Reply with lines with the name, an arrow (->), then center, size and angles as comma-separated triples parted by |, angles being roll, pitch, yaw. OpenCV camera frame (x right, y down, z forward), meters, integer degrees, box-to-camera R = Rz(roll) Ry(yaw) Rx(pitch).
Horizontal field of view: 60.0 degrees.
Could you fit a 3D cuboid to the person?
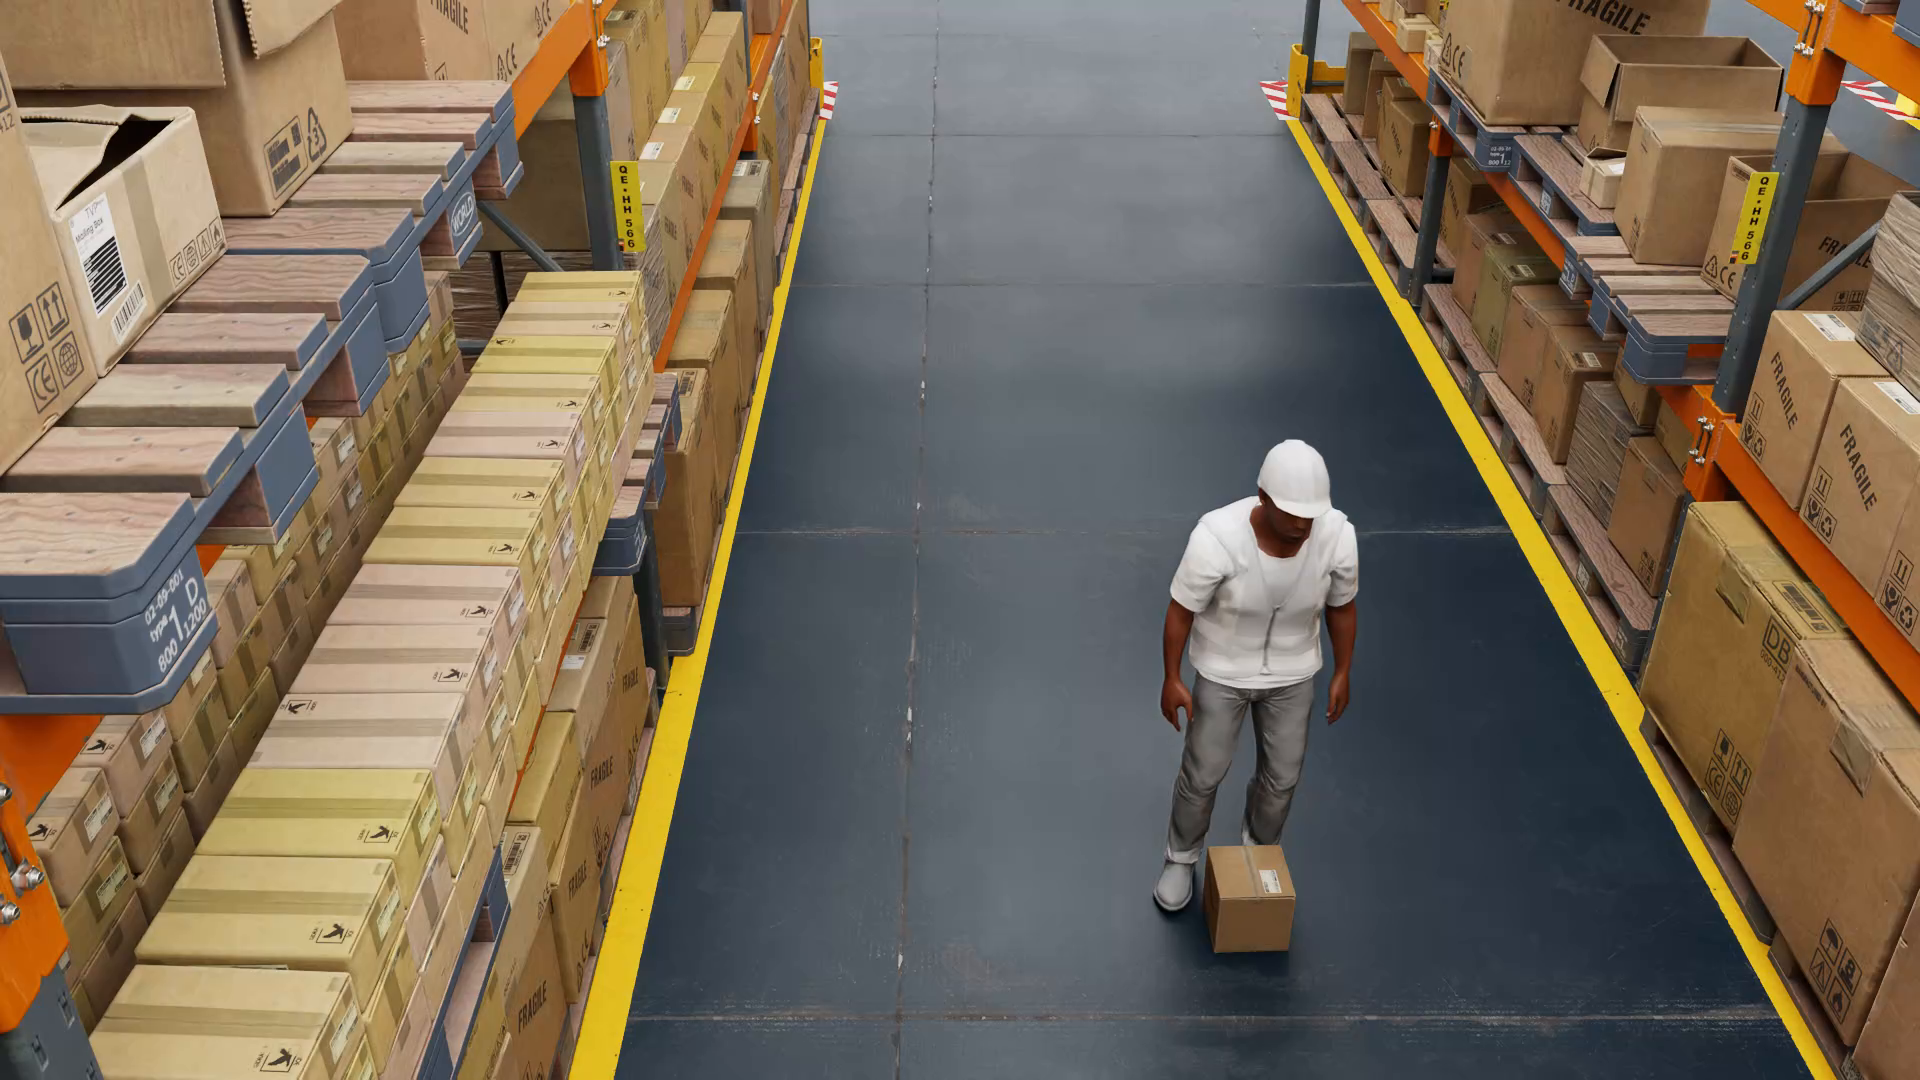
person -> 0.964, 0.445, 5.387 | 0.634, 1.759, 0.457 | -2, 31, -3
